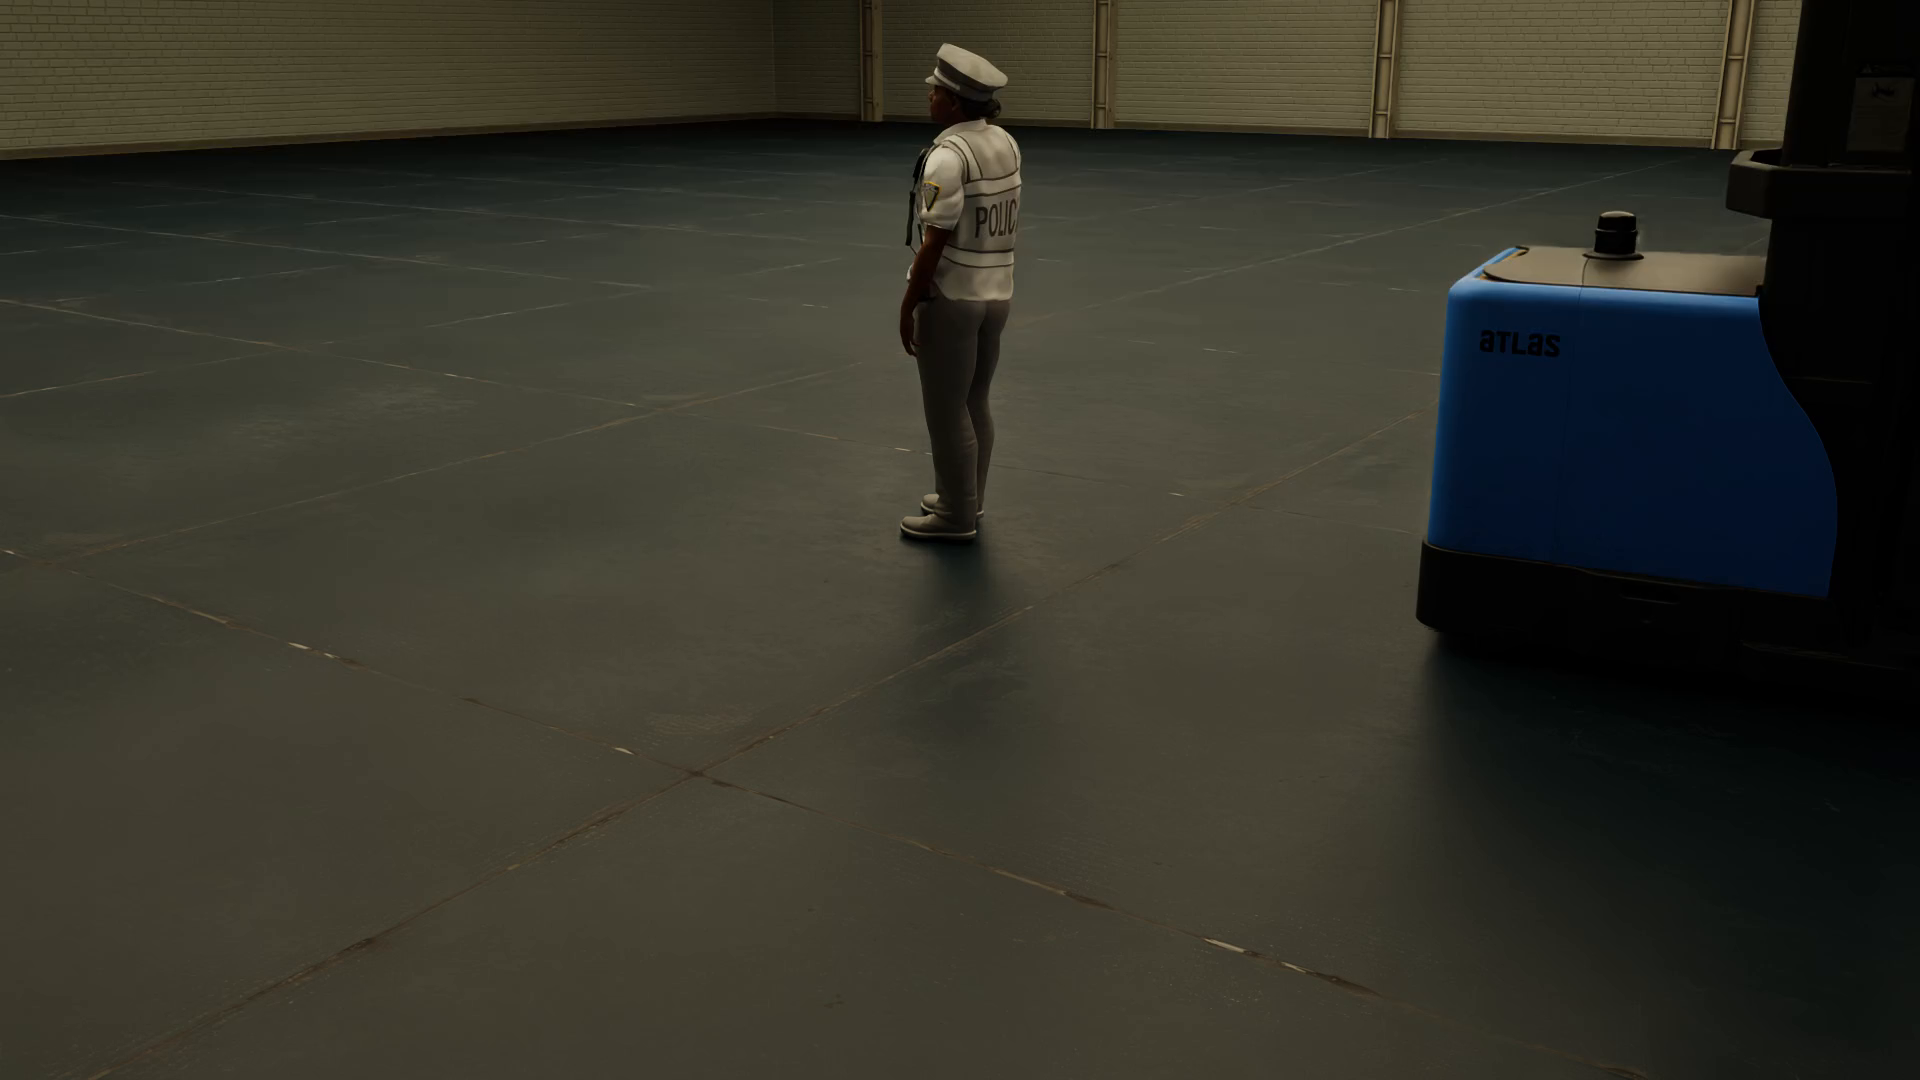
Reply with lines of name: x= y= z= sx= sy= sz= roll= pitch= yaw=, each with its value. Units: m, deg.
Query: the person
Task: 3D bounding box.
person: x=-0.051 y=-0.835 z=5.760 sx=0.528 sy=1.694 sz=0.570 roll=11 pitch=20 yaw=33

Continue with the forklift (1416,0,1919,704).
forklift: x=2.903 y=-1.027 z=4.266 sx=3.031 sy=2.935 sz=1.130 roll=8 pitch=18 yaw=25
